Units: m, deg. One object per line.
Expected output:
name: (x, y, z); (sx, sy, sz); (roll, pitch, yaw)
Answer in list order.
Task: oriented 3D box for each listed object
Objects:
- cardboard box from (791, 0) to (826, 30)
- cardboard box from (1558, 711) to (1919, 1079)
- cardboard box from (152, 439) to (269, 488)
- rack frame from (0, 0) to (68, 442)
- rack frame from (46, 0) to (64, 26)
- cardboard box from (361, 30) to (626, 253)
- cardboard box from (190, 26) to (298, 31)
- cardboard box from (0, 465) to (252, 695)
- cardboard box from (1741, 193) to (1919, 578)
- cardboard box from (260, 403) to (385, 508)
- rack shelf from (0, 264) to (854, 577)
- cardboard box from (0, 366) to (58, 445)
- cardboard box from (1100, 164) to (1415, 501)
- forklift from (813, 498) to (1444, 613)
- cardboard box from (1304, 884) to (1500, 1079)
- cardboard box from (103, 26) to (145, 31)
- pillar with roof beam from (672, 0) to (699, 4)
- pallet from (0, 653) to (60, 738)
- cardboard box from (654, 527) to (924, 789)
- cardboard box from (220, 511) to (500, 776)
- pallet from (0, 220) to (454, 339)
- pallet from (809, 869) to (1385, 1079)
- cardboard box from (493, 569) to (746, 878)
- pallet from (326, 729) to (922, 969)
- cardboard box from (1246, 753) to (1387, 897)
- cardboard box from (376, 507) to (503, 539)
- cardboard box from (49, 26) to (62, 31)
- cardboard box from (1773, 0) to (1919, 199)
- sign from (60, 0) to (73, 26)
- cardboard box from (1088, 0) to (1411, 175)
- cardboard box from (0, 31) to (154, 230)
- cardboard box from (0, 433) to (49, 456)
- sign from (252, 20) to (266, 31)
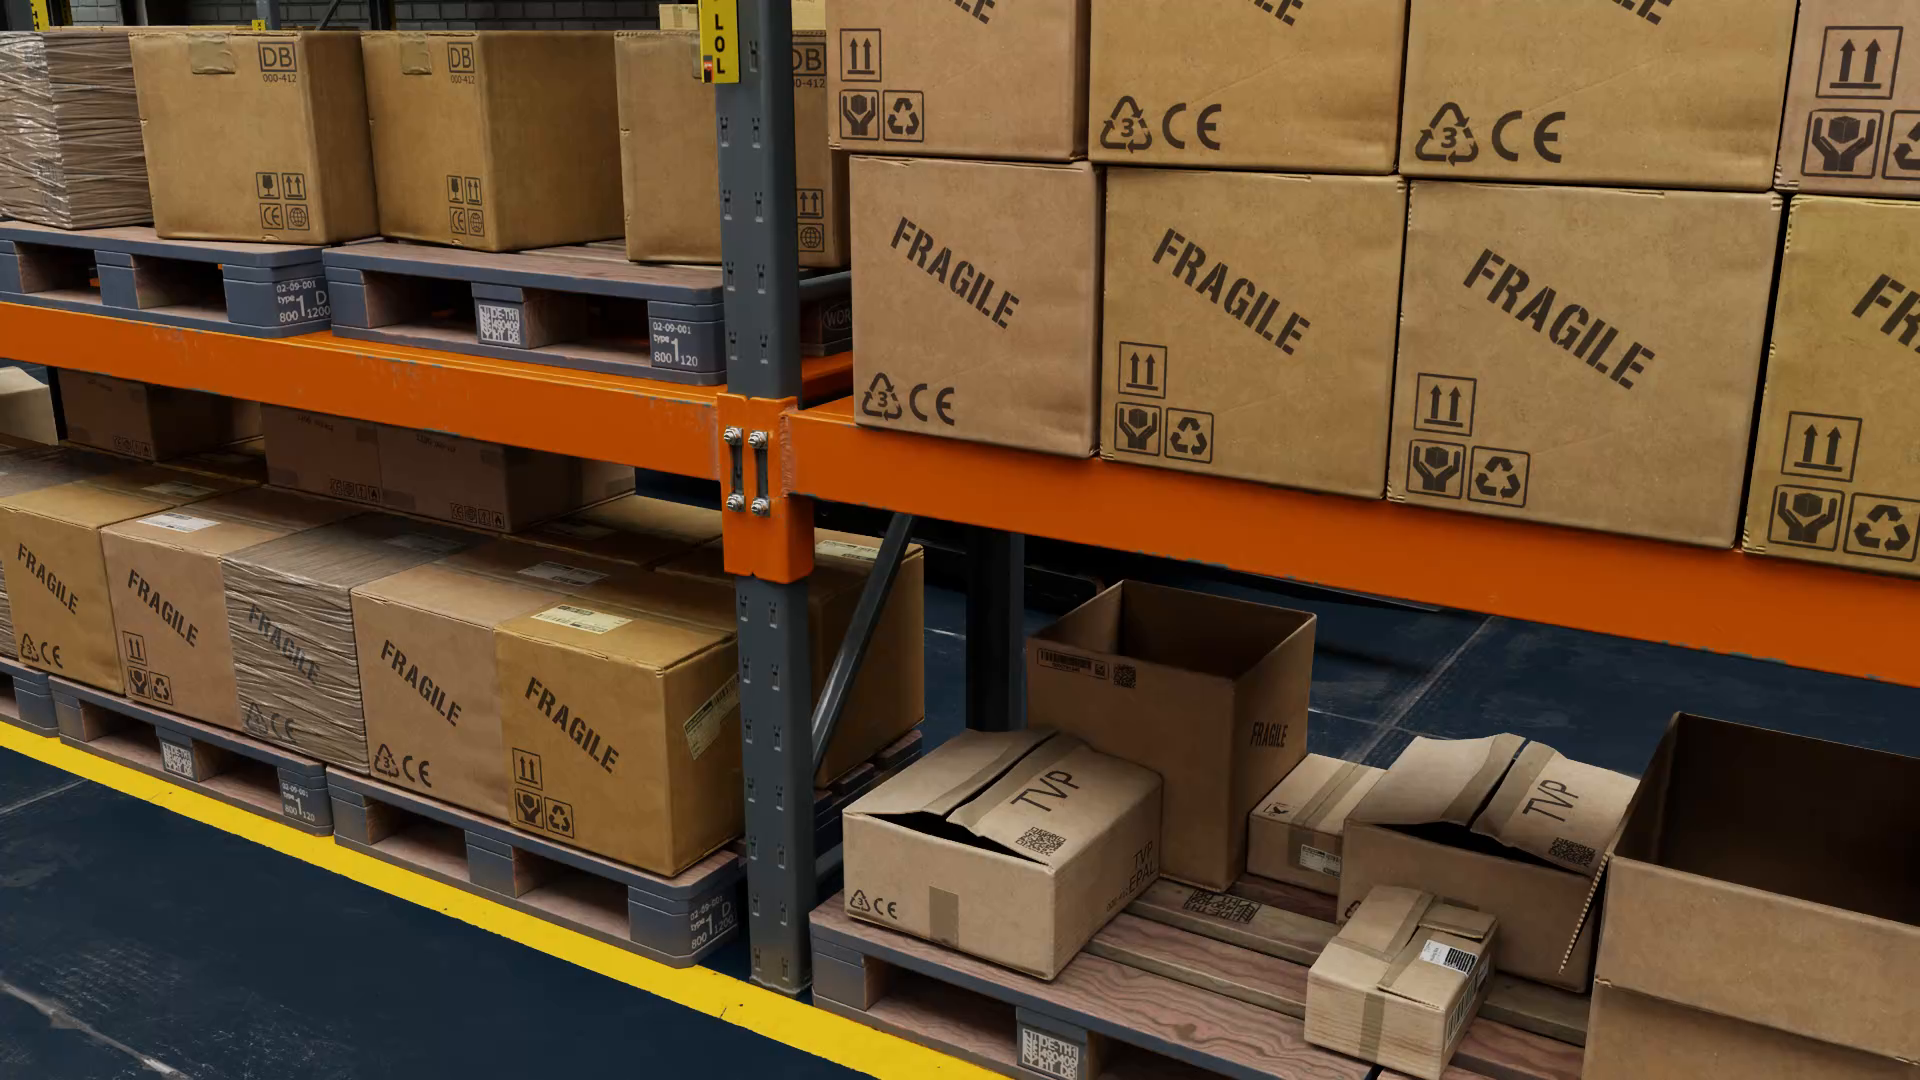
cardboard box: (-0.691, -2.829, 9.025); (0.500, 0.250, 0.500); (11, 20, 31)
cardboard box: (1.456, 0.696, 2.966); (0.637, 0.503, 0.797); (10, 20, 30)
cardboard box: (-2.196, -0.032, 5.369); (0.500, 0.500, 0.500); (9, 19, 28)
rack frame: (-3.556, -1.180, 5.606); (0.127, 3.000, 1.000); (10, 20, 30)
rack frame: (-7.784, -3.625, 13.653); (0.127, 3.000, 1.000); (10, 20, 30)
cardboard box: (-1.054, -1.037, 4.240); (0.500, 0.500, 0.700); (14, 22, 39)
cardboard box: (-4.940, -3.308, 11.545); (0.500, 0.500, 0.500); (10, 20, 30)
cardboard box: (-2.444, 0.101, 4.932); (0.500, 0.500, 0.500); (10, 19, 29)
cardboard box: (1.441, -0.244, 2.352); (0.500, 0.500, 0.500); (10, 19, 29)
cardboard box: (-1.712, -0.307, 4.986); (0.500, 0.250, 0.500); (10, 19, 29)
rack shelf: (-1.852, -0.532, 4.709); (4.000, 0.370, 1.077); (10, 20, 30)
cardboard box: (-3.849, -0.486, 6.365); (0.500, 0.311, 0.500); (11, 20, 32)
cardboard box: (0.582, -0.398, 2.858); (0.500, 0.500, 0.500); (11, 20, 31)
forklift: (0.509, -1.295, 6.101); (3.031, 2.935, 1.130); (12, 21, 34)
cardboard box: (0.839, 0.820, 3.140); (0.250, 0.166, 0.380); (10, 20, 30)
cardboard box: (-5.792, -3.462, 12.051); (0.500, 0.500, 0.500); (9, 19, 28)
pillar with roof beam: (-3.875, -4.624, 6.621); (0.400, 9.000, 9.100); (10, 20, 30)
pallet: (-2.940, 0.277, 5.607); (1.213, 0.211, 1.003); (10, 20, 30)
cardboard box: (-0.433, 0.280, 4.344); (0.500, 0.500, 0.500); (9, 19, 28)
cardboard box: (-1.562, 0.256, 4.422); (0.500, 0.500, 0.500); (10, 20, 31)
pallet: (-1.897, -0.794, 4.664); (1.213, 0.211, 1.003); (10, 20, 30)
pallet: (0.437, 0.867, 3.664); (1.213, 0.211, 1.003); (10, 20, 30)
cardboard box: (-0.718, 0.409, 3.916); (0.500, 0.500, 0.500); (10, 20, 30)
pallet: (-0.861, 0.648, 4.385); (1.213, 0.211, 1.003); (10, 20, 30)
cardboard box: (0.837, 0.640, 3.761); (0.250, 0.149, 0.380); (10, 20, 30)
cardboard box: (-1.315, 0.123, 4.858); (0.500, 0.500, 0.500); (10, 20, 31)
cardboard box: (-6.682, -3.616, 12.559); (0.500, 0.500, 0.500); (9, 19, 28)
cardboard box: (1.425, -0.722, 2.204); (0.500, 0.500, 0.500); (11, 20, 32)
sign: (-7.477, -4.464, 13.881); (0.005, 0.325, 0.100); (10, 20, 30)
cardboard box: (0.546, -0.879, 2.720); (0.500, 0.500, 0.500); (9, 19, 28)
cardboard box: (-2.281, -1.175, 4.694); (0.500, 0.500, 0.700); (15, 22, 40)
cardboard box: (-3.318, -0.055, 5.445); (0.500, 0.500, 0.500); (11, 20, 32)
sign: (-4.653, -3.295, 11.078); (0.005, 0.325, 0.100); (10, 20, 30)
